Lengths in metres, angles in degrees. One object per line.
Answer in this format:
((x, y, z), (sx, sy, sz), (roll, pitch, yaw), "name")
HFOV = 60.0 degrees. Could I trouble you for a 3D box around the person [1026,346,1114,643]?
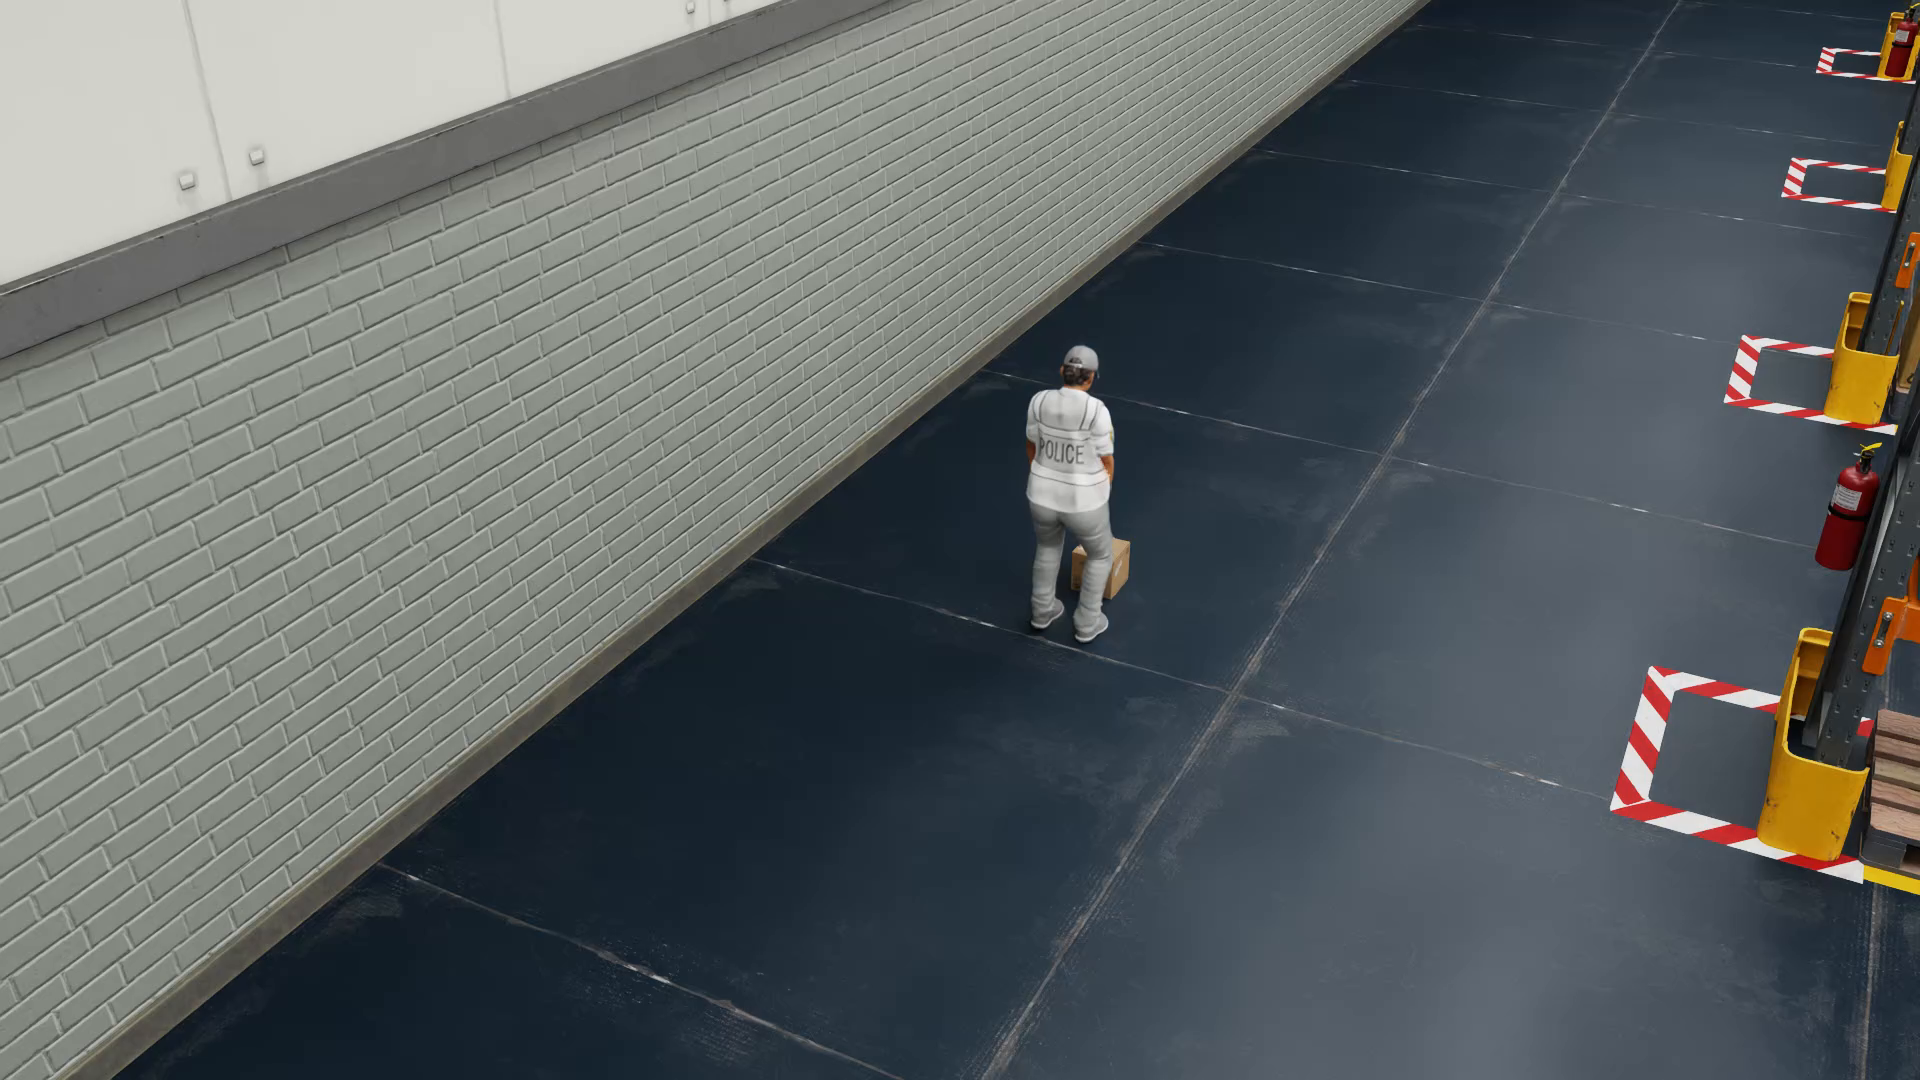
((0.570, -0.233, 8.741), (0.496, 1.619, 0.479), (15, 34, 24), "person")
